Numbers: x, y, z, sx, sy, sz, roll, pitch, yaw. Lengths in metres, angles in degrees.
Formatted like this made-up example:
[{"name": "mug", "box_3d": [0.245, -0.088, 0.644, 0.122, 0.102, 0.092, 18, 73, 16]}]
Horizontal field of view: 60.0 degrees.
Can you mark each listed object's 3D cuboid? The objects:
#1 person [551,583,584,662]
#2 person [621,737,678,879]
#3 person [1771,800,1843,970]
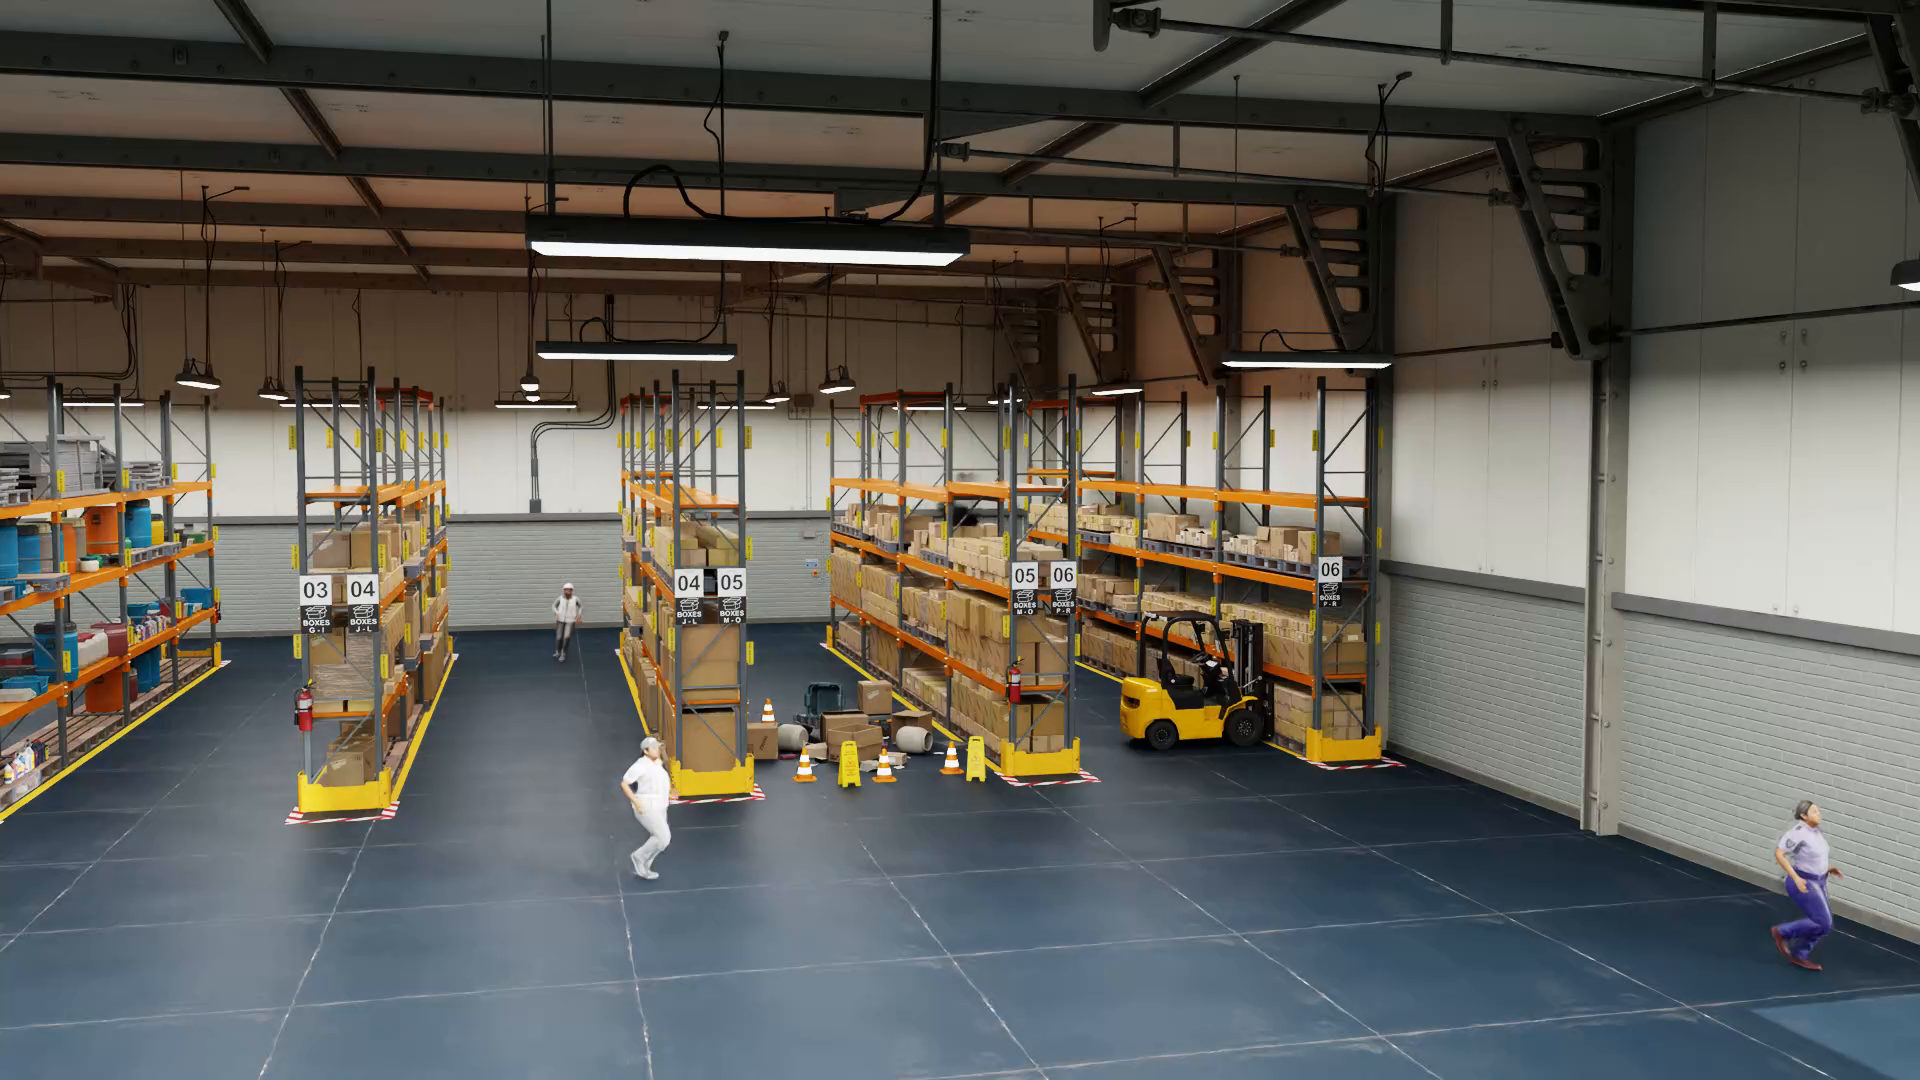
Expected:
[{"name": "person", "box_3d": [-8.967, 1.874, 37.941, 0.707, 1.796, 0.693, 0, 3, -4]}, {"name": "person", "box_3d": [-3.472, 3.053, 18.908, 0.574, 1.626, 0.593, 1, 4, 20]}, {"name": "person", "box_3d": [8.039, 3.267, 15.751, 0.607, 1.603, 0.547, -3, 5, -41]}]
